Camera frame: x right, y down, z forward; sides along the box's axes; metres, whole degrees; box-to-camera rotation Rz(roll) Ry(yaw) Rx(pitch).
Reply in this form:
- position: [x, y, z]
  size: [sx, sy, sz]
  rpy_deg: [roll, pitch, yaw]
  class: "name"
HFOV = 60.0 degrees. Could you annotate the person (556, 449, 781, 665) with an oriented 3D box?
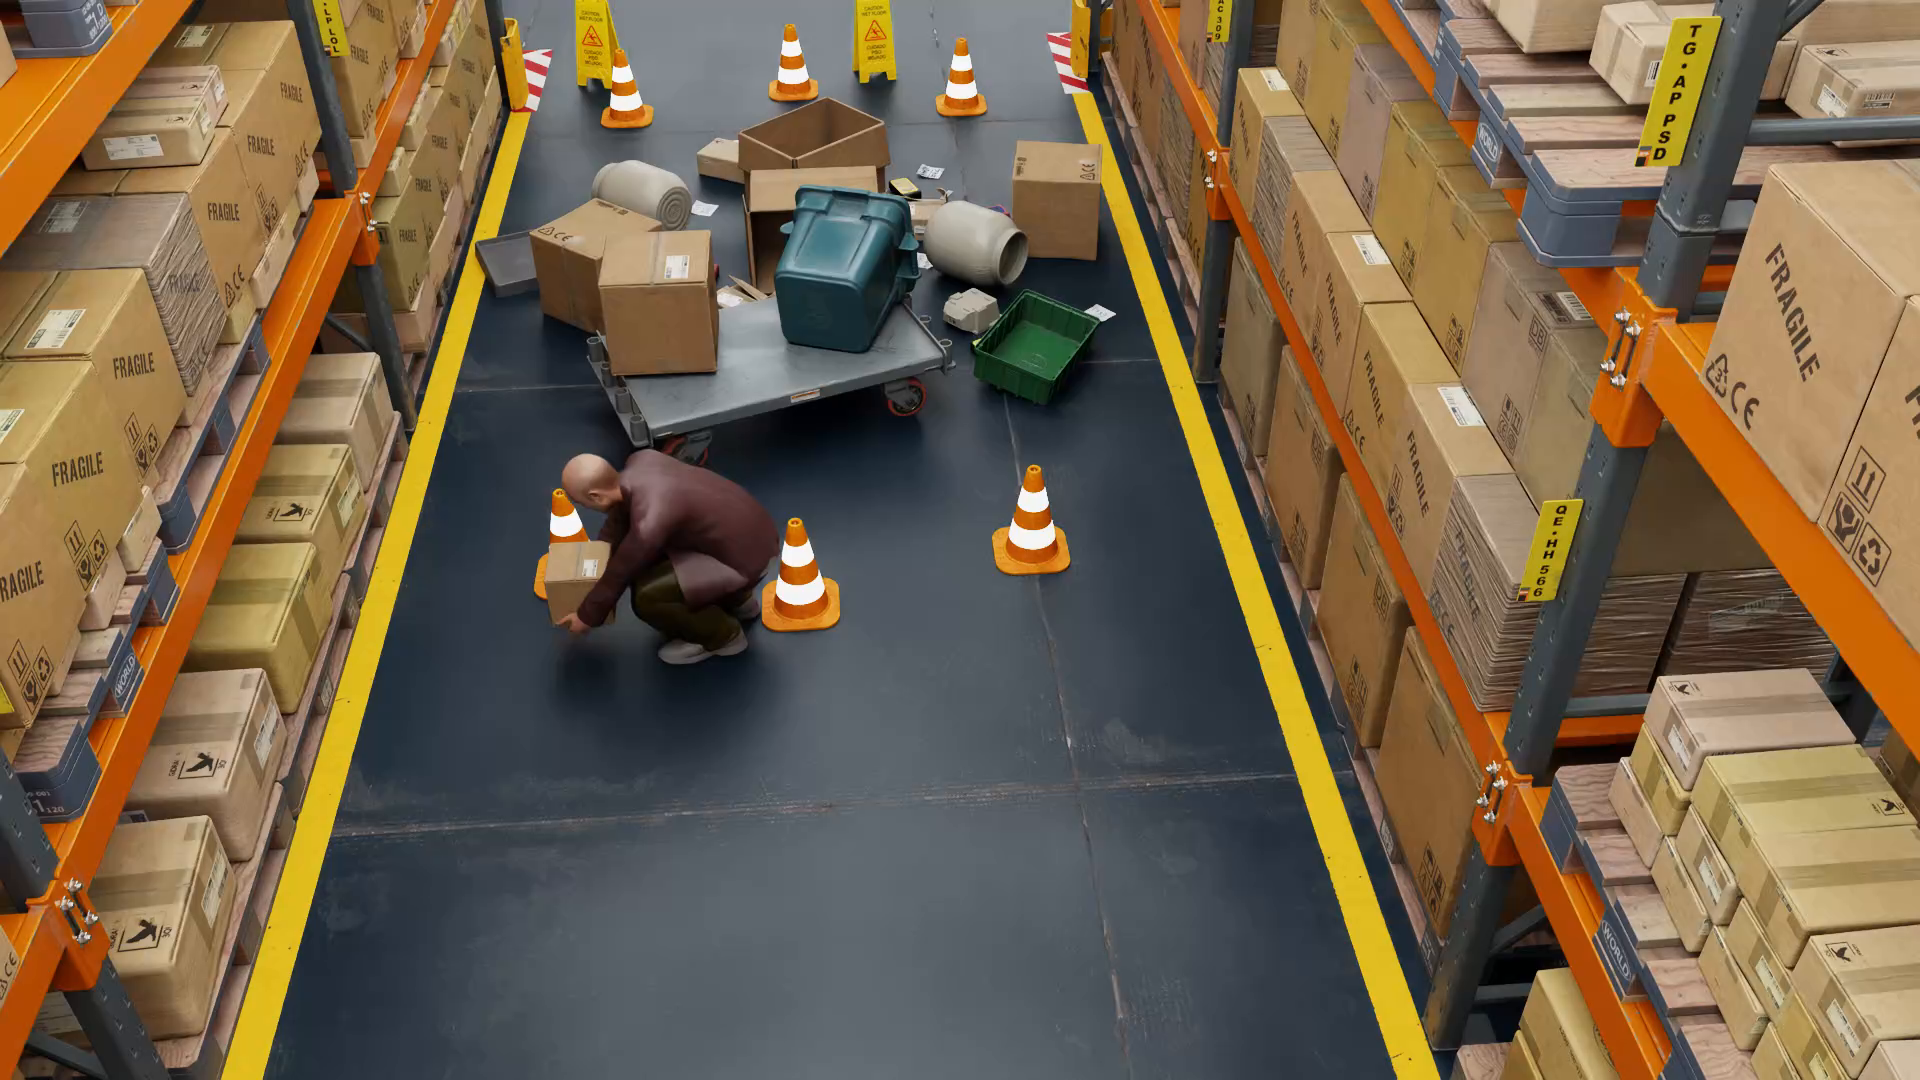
- position: [-1.199, 0.024, 6.763]
  size: [0.930, 1.001, 0.580]
  rpy_deg: [-4, 39, -5]
  class: "person"
